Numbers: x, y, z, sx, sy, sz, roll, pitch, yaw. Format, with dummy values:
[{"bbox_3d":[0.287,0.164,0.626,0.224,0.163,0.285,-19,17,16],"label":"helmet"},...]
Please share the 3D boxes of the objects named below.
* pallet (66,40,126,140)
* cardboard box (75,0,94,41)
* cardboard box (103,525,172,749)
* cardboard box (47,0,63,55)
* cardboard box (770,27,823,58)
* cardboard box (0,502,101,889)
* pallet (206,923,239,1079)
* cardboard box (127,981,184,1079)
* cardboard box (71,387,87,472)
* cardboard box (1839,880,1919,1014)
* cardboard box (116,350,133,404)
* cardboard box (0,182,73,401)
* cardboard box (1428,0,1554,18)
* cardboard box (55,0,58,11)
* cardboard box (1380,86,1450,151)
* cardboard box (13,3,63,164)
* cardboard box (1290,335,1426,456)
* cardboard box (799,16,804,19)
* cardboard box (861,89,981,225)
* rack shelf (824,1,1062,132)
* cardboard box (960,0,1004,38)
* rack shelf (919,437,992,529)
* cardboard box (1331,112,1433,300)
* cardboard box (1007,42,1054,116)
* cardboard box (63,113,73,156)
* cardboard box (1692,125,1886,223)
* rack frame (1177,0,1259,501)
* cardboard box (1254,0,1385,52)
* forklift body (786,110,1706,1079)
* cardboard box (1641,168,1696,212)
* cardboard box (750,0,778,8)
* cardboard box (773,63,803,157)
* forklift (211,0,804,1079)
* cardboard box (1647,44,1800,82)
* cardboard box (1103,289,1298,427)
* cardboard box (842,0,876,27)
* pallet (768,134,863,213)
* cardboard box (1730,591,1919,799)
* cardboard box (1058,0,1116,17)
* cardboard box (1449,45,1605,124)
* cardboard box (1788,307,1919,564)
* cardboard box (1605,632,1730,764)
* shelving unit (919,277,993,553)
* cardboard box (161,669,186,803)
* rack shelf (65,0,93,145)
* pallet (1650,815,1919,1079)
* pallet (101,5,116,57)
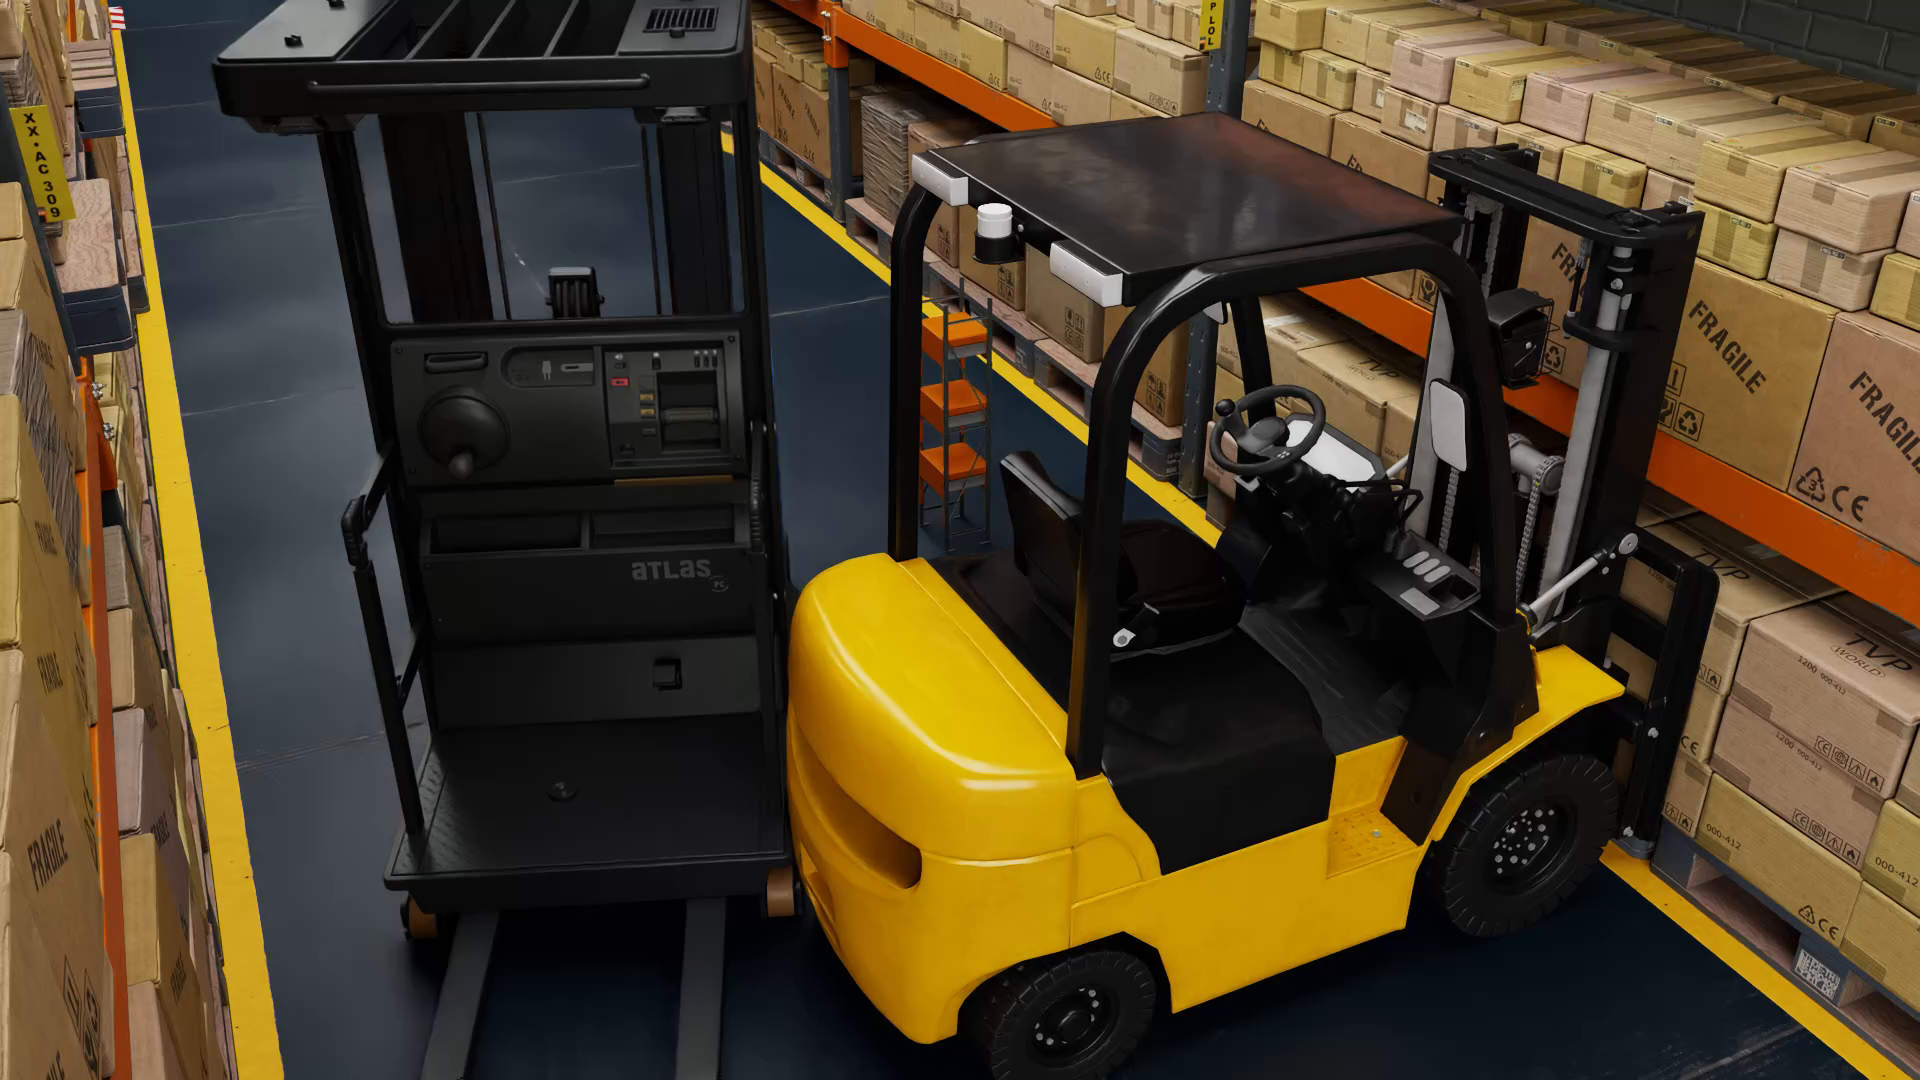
[{"bbox_3d":[-4.385,-1.952,7.360,1.213,0.211,1.003,-13,32,-22],"label":"pallet"},{"bbox_3d":[-6.166,-3.094,10.944,0.875,0.875,0.875,-12,31,-20],"label":"cardboard box"},{"bbox_3d":[-2.574,0.333,4.705,0.500,0.500,0.500,-14,32,-23],"label":"cardboard box"},{"bbox_3d":[-4.109,-2.316,6.978,0.500,0.500,0.500,-14,32,-23],"label":"cardboard box"},{"bbox_3d":[-1.037,-3.279,10.993,0.380,0.149,0.250,-12,31,-21],"label":"cardboard box"},{"bbox_3d":[-1.751,0.312,2.720,0.500,0.500,0.500,-14,32,-23],"label":"cardboard box"},{"bbox_3d":[-2.222,1.484,3.888,1.003,0.211,1.213,-13,32,-22],"label":"pallet"},{"bbox_3d":[-1.689,1.240,3.087,0.500,0.500,0.500,-14,32,-24],"label":"cardboard box"},{"bbox_3d":[-2.544,-0.265,4.412,0.380,0.149,0.250,-12,32,-21],"label":"cardboard box"},{"bbox_3d":[2.641,1.037,4.216,0.500,0.250,0.500,-13,32,-22],"label":"cardboard box"},{"bbox_3d":[-4.230,-0.789,7.348,0.950,0.372,0.625,-14,32,-23],"label":"cardboard box"},{"bbox_3d":[-2.655,-0.590,4.330,0.500,0.500,0.500,-14,32,-23],"label":"cardboard box"},{"bbox_3d":[1.891,-1.864,5.938,0.380,0.149,0.250,-14,32,-23],"label":"cardboard box"},{"bbox_3d":[-4.782,-2.756,8.241,0.500,0.250,0.500,-13,32,-22],"label":"cardboard box"},{"bbox_3d":[1.599,-1.388,5.392,0.380,0.149,0.250,-12,32,-21],"label":"cardboard box"},{"bbox_3d":[-3.228,-1.406,5.355,0.500,0.500,0.500,-13,32,-22],"label":"cardboard box"},{"bbox_3d":[1.546,-0.517,5.966,0.500,0.250,0.500,-13,32,-22],"label":"cardboard box"},{"bbox_3d":[-0.929,-3.732,11.801,0.380,0.149,0.250,-14,32,-24],"label":"cardboard box"},{"bbox_3d":[-0.051,-2.241,9.678,0.875,0.625,0.625,-12,31,-20],"label":"cardboard box"},{"bbox_3d":[0.553,-2.175,8.297,1.077,0.370,4.000,-13,32,-22],"label":"rack shelf"},{"bbox_3d":[0.328,-2.601,7.963,0.500,0.250,0.500,-13,32,-21],"label":"cardboard box"},{"bbox_3d":[-0.023,-0.230,6.676,0.215,0.259,0.240,-13,32,-22],"label":"rack shelf"},{"bbox_3d":[1.604,-1.171,5.670,0.500,0.500,0.500,-13,32,-21],"label":"cardboard box"},{"bbox_3d":[0.552,-2.154,7.678,0.500,0.250,0.500,-13,32,-22],"label":"cardboard box"},{"bbox_3d":[-3.557,-1.527,6.233,0.380,0.149,0.250,-12,31,-20],"label":"cardboard box"},{"bbox_3d":[2.146,-0.951,4.310,0.380,0.149,0.250,-12,32,-21],"label":"cardboard box"},{"bbox_3d":[1.411,-1.605,6.545,1.000,3.000,0.127,-13,32,-22],"label":"rack frame"},{"bbox_3d":[1.280,-1.858,5.927,0.380,0.149,0.250,-12,32,-21],"label":"cardboard box"},{"bbox_3d":[0.667,0.078,4.413,2.313,2.155,1.214,-13,32,-22],"label":"forklift body"},{"bbox_3d":[2.128,-0.950,4.611,0.380,0.149,0.250,-13,32,-22],"label":"cardboard box"},{"bbox_3d":[-1.492,-3.737,11.810,0.380,0.149,0.250,-12,31,-20],"label":"cardboard box"},{"bbox_3d":[-0.887,-2.830,10.856,0.500,0.500,0.500,-14,32,-23],"label":"cardboard box"},{"bbox_3d":[-1.036,-0.319,4.321,1.130,2.935,3.031,-3,29,-5],"label":"forklift"},{"bbox_3d":[2.342,-1.411,5.130,0.380,0.149,0.250,-13,32,-23],"label":"cardboard box"},{"bbox_3d":[1.177,-0.981,7.430,0.875,0.625,0.625,-12,31,-20],"label":"cardboard box"},{"bbox_3d":[-0.336,-3.059,9.292,0.500,0.250,0.500,-13,32,-22],"label":"cardboard box"},{"bbox_3d":[-0.592,-2.493,10.981,1.003,0.211,1.213,-13,32,-22],"label":"pallet"},{"bbox_3d":[2.425,0.380,4.366,0.500,0.250,0.500,-12,32,-21],"label":"cardboard box"},{"bbox_3d":[0.647,-2.354,7.115,0.380,0.149,0.250,-14,32,-24],"label":"cardboard box"},{"bbox_3d":[1.745,-1.407,5.122,0.380,0.149,0.250,-14,32,-23],"label":"cardboard box"},{"bbox_3d":[2.466,-0.275,4.071,0.500,0.500,0.500,-12,31,-20],"label":"cardboard box"},{"bbox_3d":[2.191,0.363,4.906,0.500,0.250,0.500,-14,32,-23],"label":"cardboard box"},{"bbox_3d":[-0.023,-0.482,6.535,0.215,1.050,0.252,-13,32,-22],"label":"shelving unit"},{"bbox_3d":[-2.574,0.660,4.889,0.500,0.250,0.500,-12,31,-20],"label":"cardboard box"},{"bbox_3d":[-5.646,-2.898,9.586,1.077,0.370,4.000,-13,32,-22],"label":"rack shelf"},{"bbox_3d":[2.762,1.049,4.663,1.003,0.211,1.213,-13,32,-22],"label":"pallet"},{"bbox_3d":[-7.808,-4.309,14.218,1.003,0.211,1.213,-13,32,-22],"label":"pallet"}]
